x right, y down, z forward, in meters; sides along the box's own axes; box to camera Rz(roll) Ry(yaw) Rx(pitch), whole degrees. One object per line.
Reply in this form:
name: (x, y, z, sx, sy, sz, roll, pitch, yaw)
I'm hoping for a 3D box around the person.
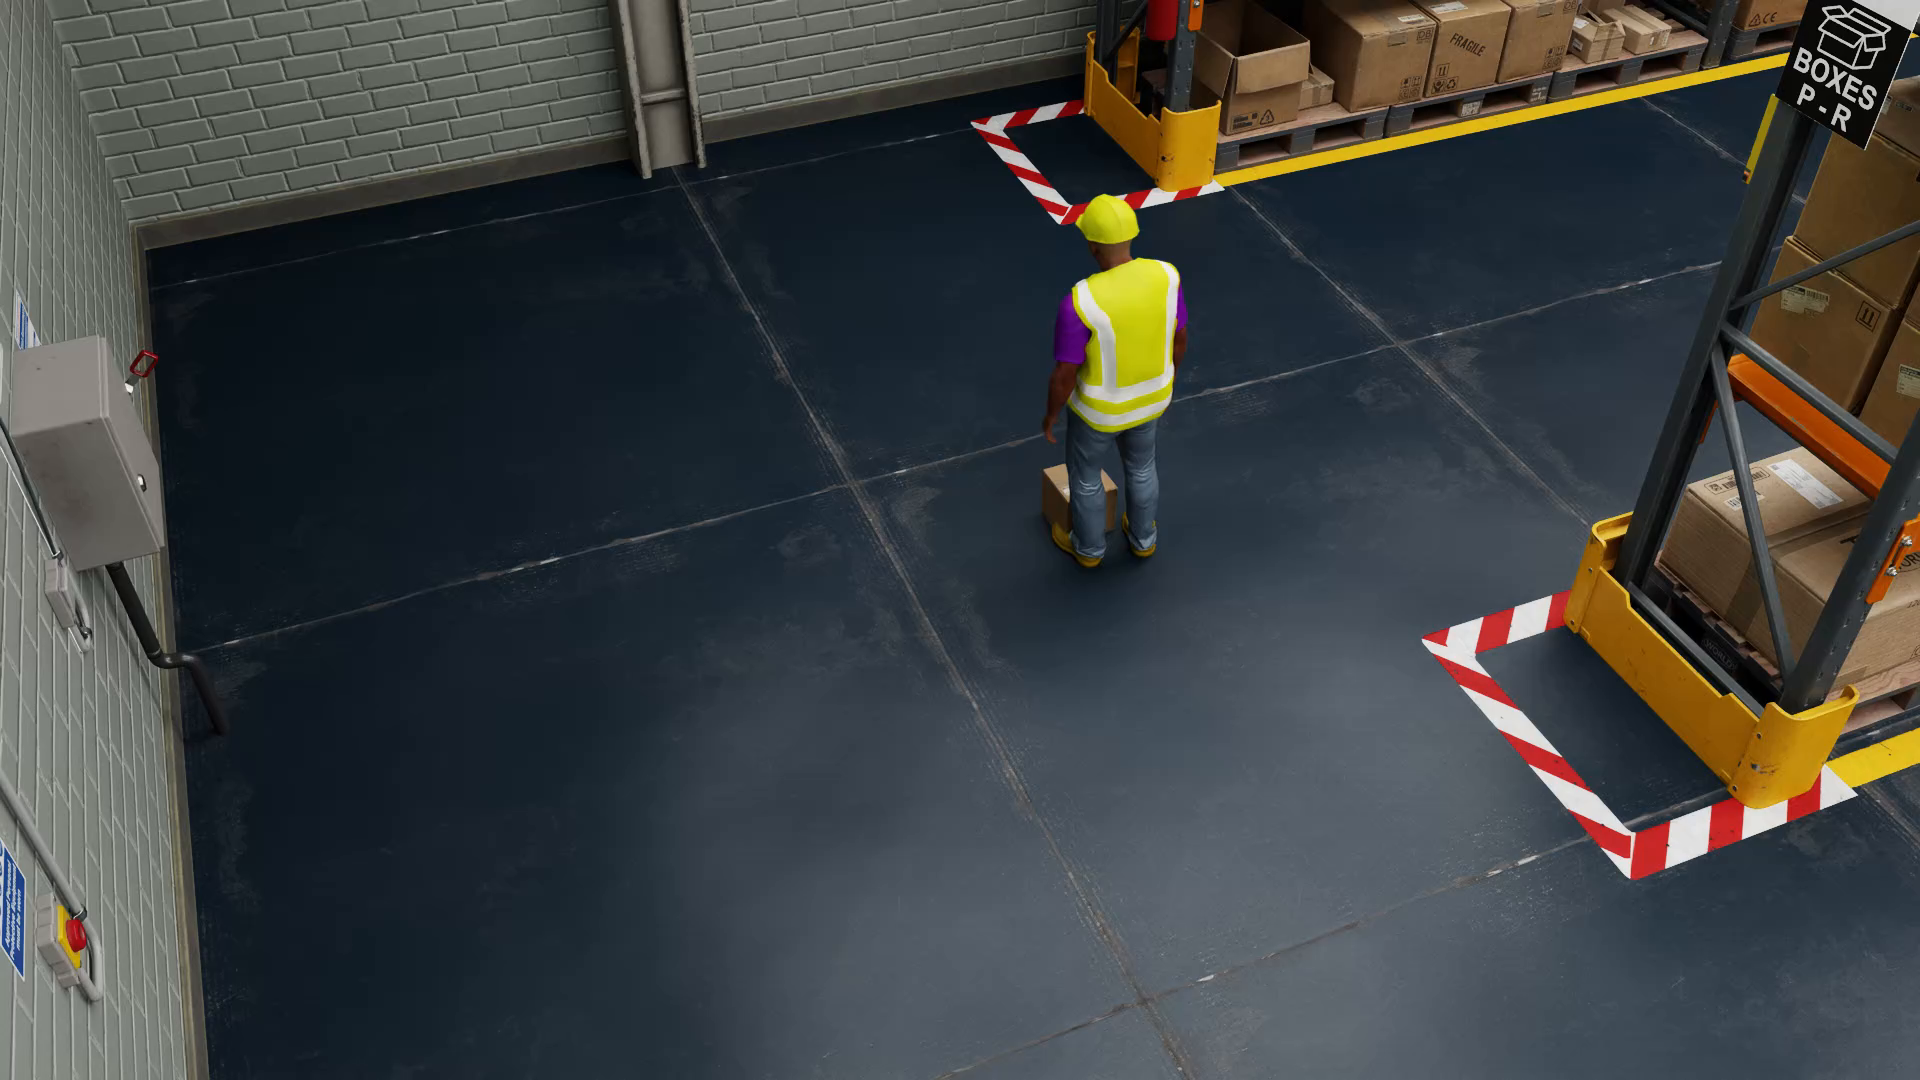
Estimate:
person: (0.622, -0.603, 6.828, 0.634, 1.759, 0.461, -18, 45, -19)
